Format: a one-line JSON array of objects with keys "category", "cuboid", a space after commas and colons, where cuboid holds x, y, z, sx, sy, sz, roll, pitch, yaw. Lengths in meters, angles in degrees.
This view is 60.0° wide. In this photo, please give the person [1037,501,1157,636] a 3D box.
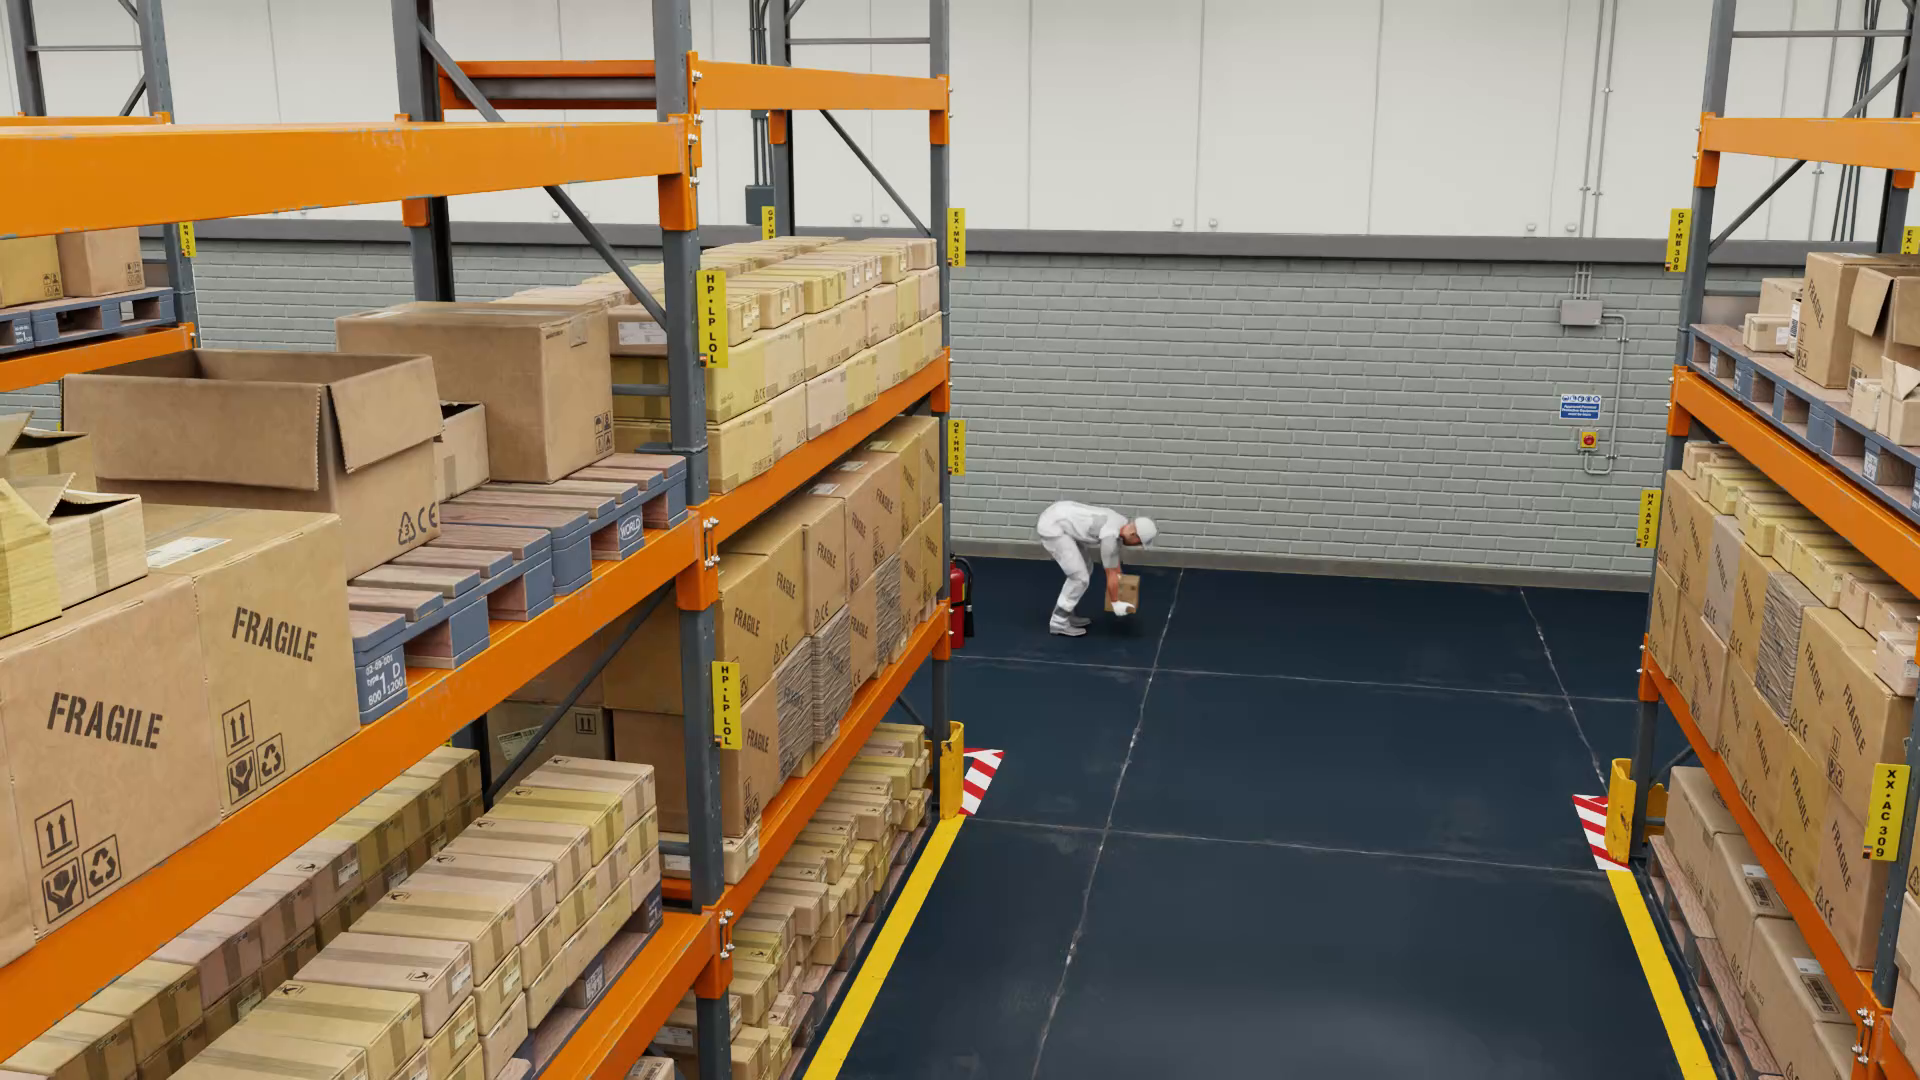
[{"category": "person", "cuboid": [1.103, 0.227, 13.505, 0.964, 1.072, 0.514, 2, 15, 9]}]
